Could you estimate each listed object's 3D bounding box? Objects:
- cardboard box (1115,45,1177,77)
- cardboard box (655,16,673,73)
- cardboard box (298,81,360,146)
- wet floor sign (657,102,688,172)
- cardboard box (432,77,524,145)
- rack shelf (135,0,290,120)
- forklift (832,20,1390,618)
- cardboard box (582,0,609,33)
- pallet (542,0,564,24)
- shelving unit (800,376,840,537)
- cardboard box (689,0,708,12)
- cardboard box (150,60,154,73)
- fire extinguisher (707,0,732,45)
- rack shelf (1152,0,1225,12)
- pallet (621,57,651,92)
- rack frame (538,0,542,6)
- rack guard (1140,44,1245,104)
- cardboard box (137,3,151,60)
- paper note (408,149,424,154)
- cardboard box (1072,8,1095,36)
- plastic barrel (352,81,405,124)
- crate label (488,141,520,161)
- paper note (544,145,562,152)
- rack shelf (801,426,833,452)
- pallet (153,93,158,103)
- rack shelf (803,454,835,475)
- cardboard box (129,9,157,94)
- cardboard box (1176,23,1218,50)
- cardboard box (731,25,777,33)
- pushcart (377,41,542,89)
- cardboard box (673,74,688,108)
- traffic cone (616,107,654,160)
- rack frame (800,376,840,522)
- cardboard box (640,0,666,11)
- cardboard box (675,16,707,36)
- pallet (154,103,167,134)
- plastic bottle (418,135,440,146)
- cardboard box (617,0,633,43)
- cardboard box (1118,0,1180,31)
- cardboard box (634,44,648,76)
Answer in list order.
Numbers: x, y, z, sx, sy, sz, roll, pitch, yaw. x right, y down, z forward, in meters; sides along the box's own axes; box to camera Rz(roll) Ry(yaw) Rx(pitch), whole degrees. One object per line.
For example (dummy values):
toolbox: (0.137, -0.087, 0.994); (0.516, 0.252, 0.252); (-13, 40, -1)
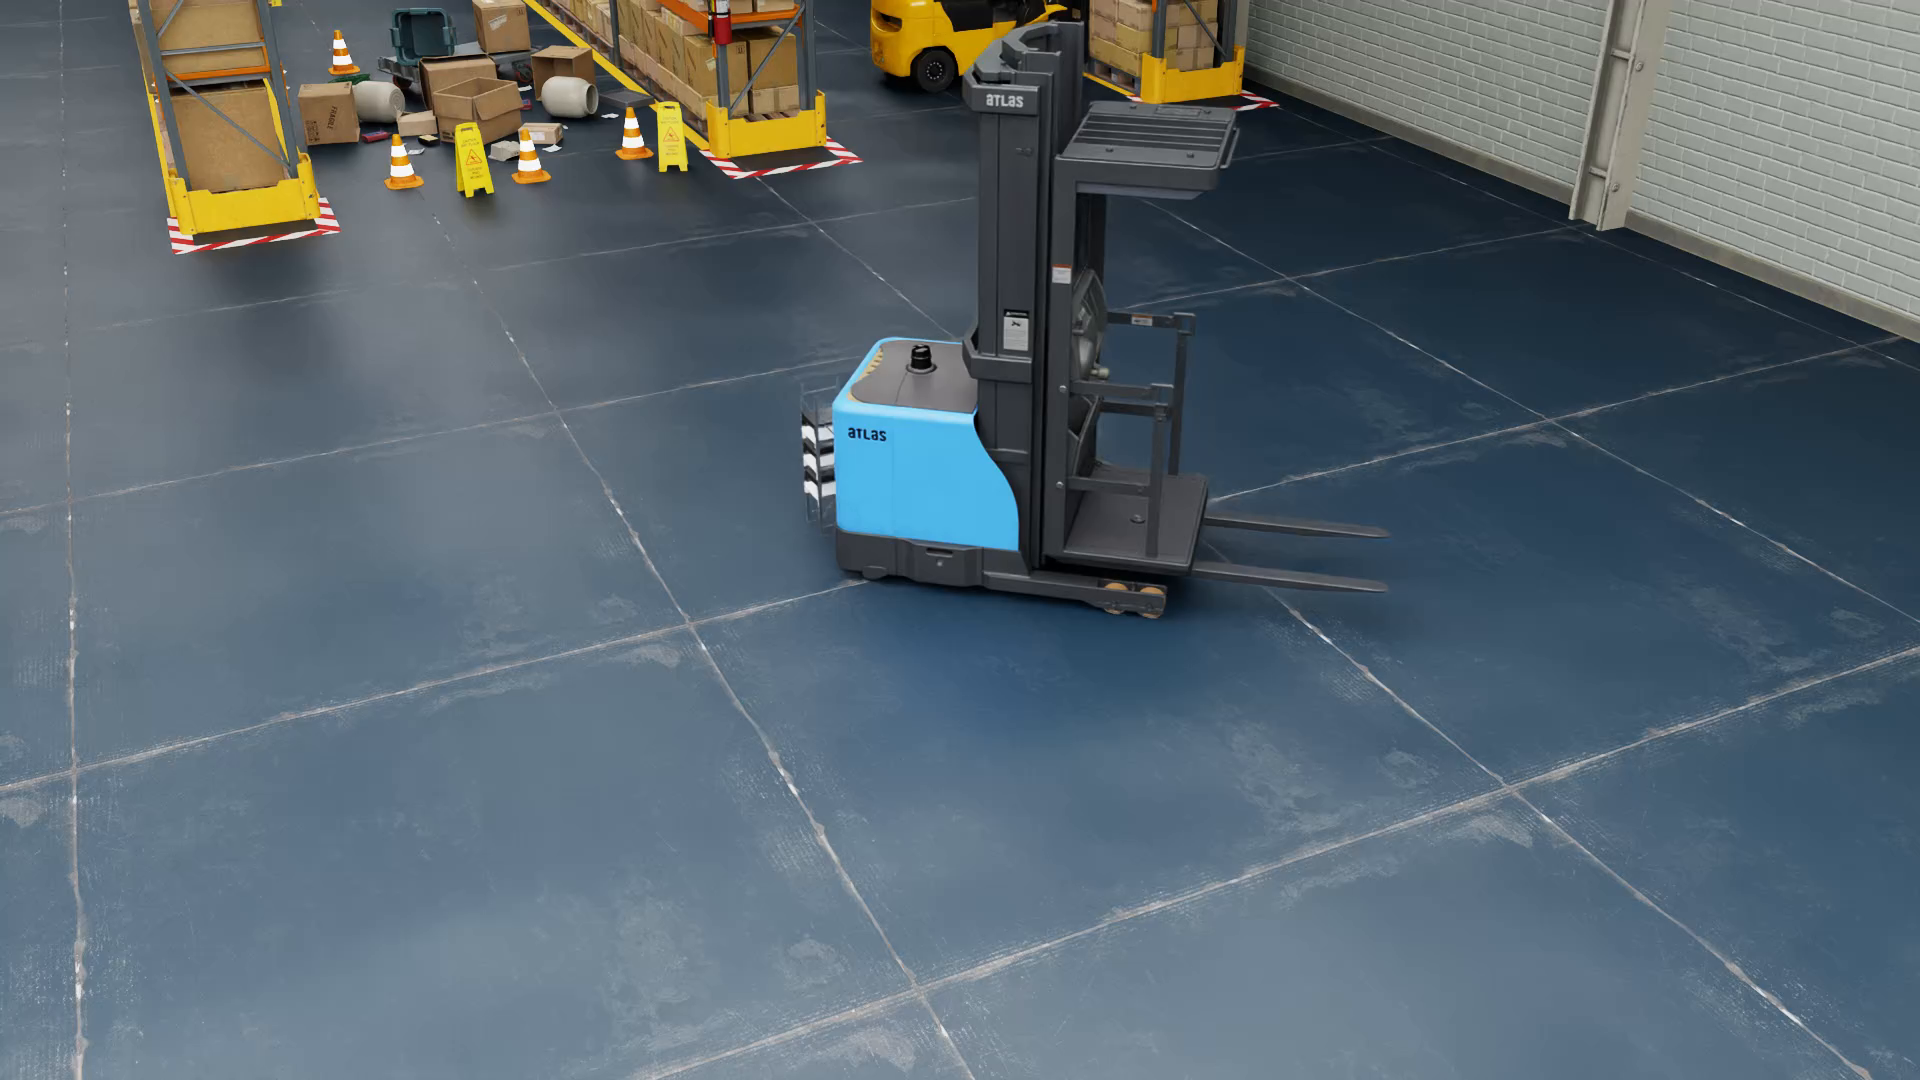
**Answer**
cardboard box: (2.090, -5.416, 18.724); (0.500, 0.250, 0.500); (-13, 32, -22)
cardboard box: (-2.921, -5.312, 17.771); (0.500, 0.500, 0.500); (-14, 32, -23)
cardboard box: (-6.456, -4.371, 17.031); (0.500, 0.500, 0.500); (-8, 30, -13)
wet floor sign: (-2.789, -3.912, 16.067); (0.267, 0.644, 0.232); (-3, 29, -5)
cardboard box: (-4.945, -4.403, 17.087); (0.637, 0.503, 0.797); (13, 32, 21)
rack shelf: (-7.190, -4.733, 15.859); (1.077, 0.370, 4.000); (-13, 32, -22)
forklift: (0.872, -1.142, 8.789); (3.031, 2.935, 1.130); (7, 30, 11)
cardboard box: (-4.161, -6.599, 20.709); (0.950, 0.372, 0.625); (-11, 31, -19)
pallet: (-5.005, -7.220, 22.409); (1.003, 0.211, 1.213); (-13, 32, -22)
shelving unit: (-0.761, -0.481, 9.688); (0.258, 0.900, 0.210); (-14, 32, -23)
cardboard box: (-2.467, -5.347, 16.475); (0.380, 0.149, 0.250); (-13, 32, -23)
cardboard box: (-7.062, -4.094, 15.727); (0.875, 0.875, 0.875); (-14, 32, -23)
fire extinguisher: (-2.272, -5.066, 15.797); (0.296, 0.674, 0.183); (-13, 32, -22)
rack shelf: (1.718, -6.861, 19.654); (1.077, 0.370, 4.000); (-13, 32, -22)
pallet: (-3.302, -5.509, 19.358); (1.003, 0.211, 1.213); (-13, 32, -22)
rack frame: (-5.339, -8.781, 22.343); (1.000, 3.000, 0.127); (-13, 32, -22)
rack guard: (2.587, -5.190, 18.495); (1.175, 0.500, 0.348); (-13, 32, -22)
cardboard box: (-6.788, -4.622, 14.772); (0.875, 0.550, 0.550); (-13, 32, -22)
paper note: (-5.454, -3.898, 16.673); (0.144, 0.017, 0.142); (-3, 29, -5)
cardboard box: (1.639, -6.090, 19.415); (0.500, 0.250, 0.500); (-14, 32, -23)
plastic barrel: (-6.177, -4.628, 17.570); (0.512, 0.421, 0.421); (7, 30, 13)
crate label: (-4.504, -3.869, 16.510); (0.298, 0.136, 0.250); (19, 34, 30)
paper note: (-4.108, -3.952, 16.767); (0.142, 0.019, 0.148); (26, 38, 38)
rack shelf: (-0.761, -0.609, 9.616); (0.258, 0.077, 0.200); (-14, 32, -23)
pallet: (-8.448, -5.039, 18.521); (1.003, 0.211, 1.213); (-13, 32, -22)
rack shelf: (-0.761, -0.452, 9.704); (0.258, 0.077, 0.200); (-14, 32, -23)
cardboard box: (-8.397, -5.388, 18.162); (1.050, 0.750, 0.750); (-13, 32, -22)
cardboard box: (2.563, -5.745, 18.798); (0.500, 0.250, 0.500); (-12, 32, -21)
cardboard box: (-2.240, -5.213, 17.595); (0.500, 0.500, 0.500); (-14, 32, -24)
pushcart: (-5.660, -5.370, 18.940); (0.936, 0.377, 1.648); (26, 38, 38)
cardboard box: (-2.710, -4.762, 17.558); (0.500, 0.250, 0.500); (-13, 32, -22)
traffic cone: (-3.254, -4.060, 16.517); (0.336, 0.463, 0.334); (-13, 32, -22)
rack frame: (-0.806, -0.525, 9.767); (0.240, 0.900, 0.006); (-14, 32, -23)
cardboard box: (-3.272, -5.878, 18.118); (0.380, 0.149, 0.250); (-11, 31, -19)
cardboard box: (-2.702, -5.289, 17.066); (0.380, 0.149, 0.250); (-12, 31, -21)
pallet: (-7.793, -4.362, 17.313); (1.003, 0.211, 1.213); (-13, 32, -22)
plastic bottle: (-5.438, -4.083, 16.969); (0.283, 0.061, 0.133); (26, 38, 38)
cardboard box: (-3.612, -6.008, 19.013); (0.500, 0.500, 0.500); (-12, 31, -20)
cardboard box: (2.097, -5.849, 18.474); (0.500, 0.250, 0.500); (-12, 31, -20)
cardboard box: (-3.373, -5.447, 18.780); (0.500, 0.250, 0.500); (-11, 31, -19)
